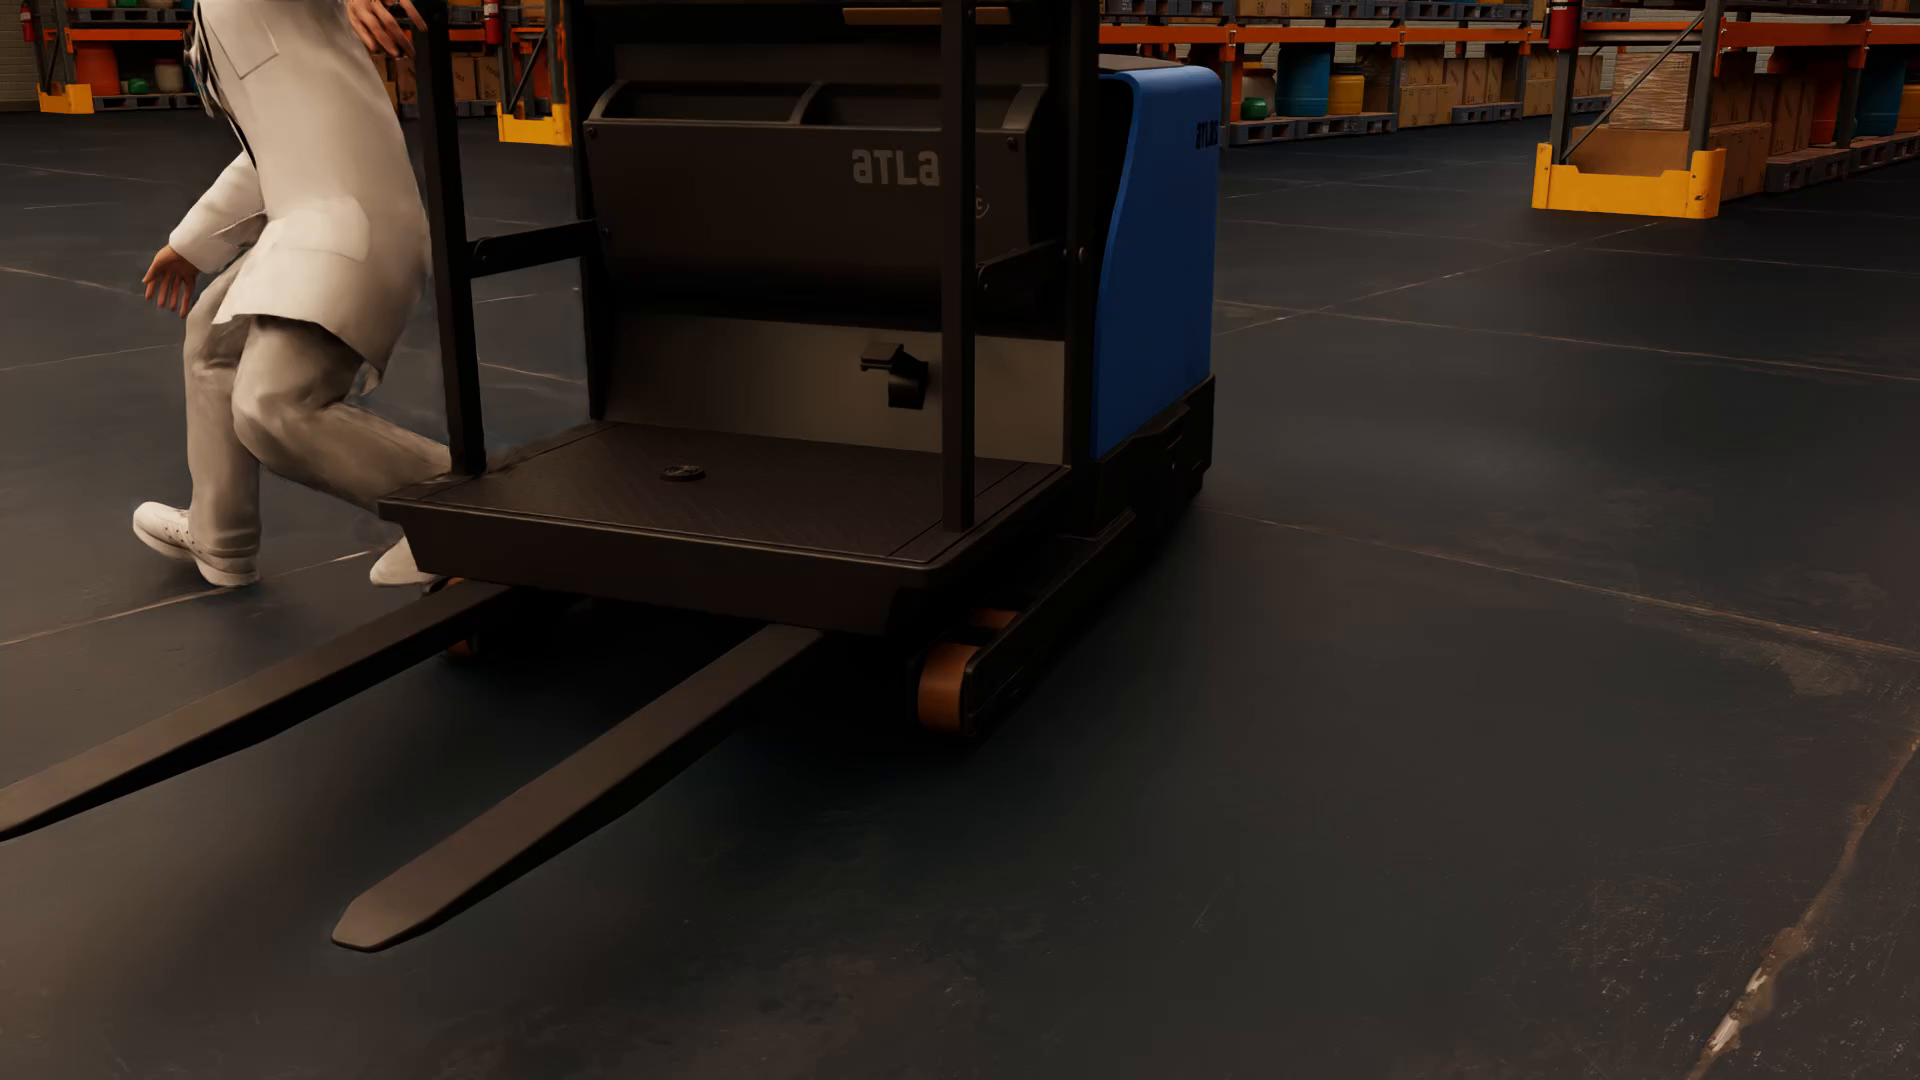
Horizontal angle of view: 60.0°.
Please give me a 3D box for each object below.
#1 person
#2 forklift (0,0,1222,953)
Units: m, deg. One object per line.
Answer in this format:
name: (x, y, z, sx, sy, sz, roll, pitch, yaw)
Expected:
person: (-1.280, -0.564, 3.226, 0.788, 1.519, 1.230, -7, 18, -23)
forklift: (-0.363, -1.202, 2.854, 1.130, 2.935, 3.031, 7, 18, 21)
